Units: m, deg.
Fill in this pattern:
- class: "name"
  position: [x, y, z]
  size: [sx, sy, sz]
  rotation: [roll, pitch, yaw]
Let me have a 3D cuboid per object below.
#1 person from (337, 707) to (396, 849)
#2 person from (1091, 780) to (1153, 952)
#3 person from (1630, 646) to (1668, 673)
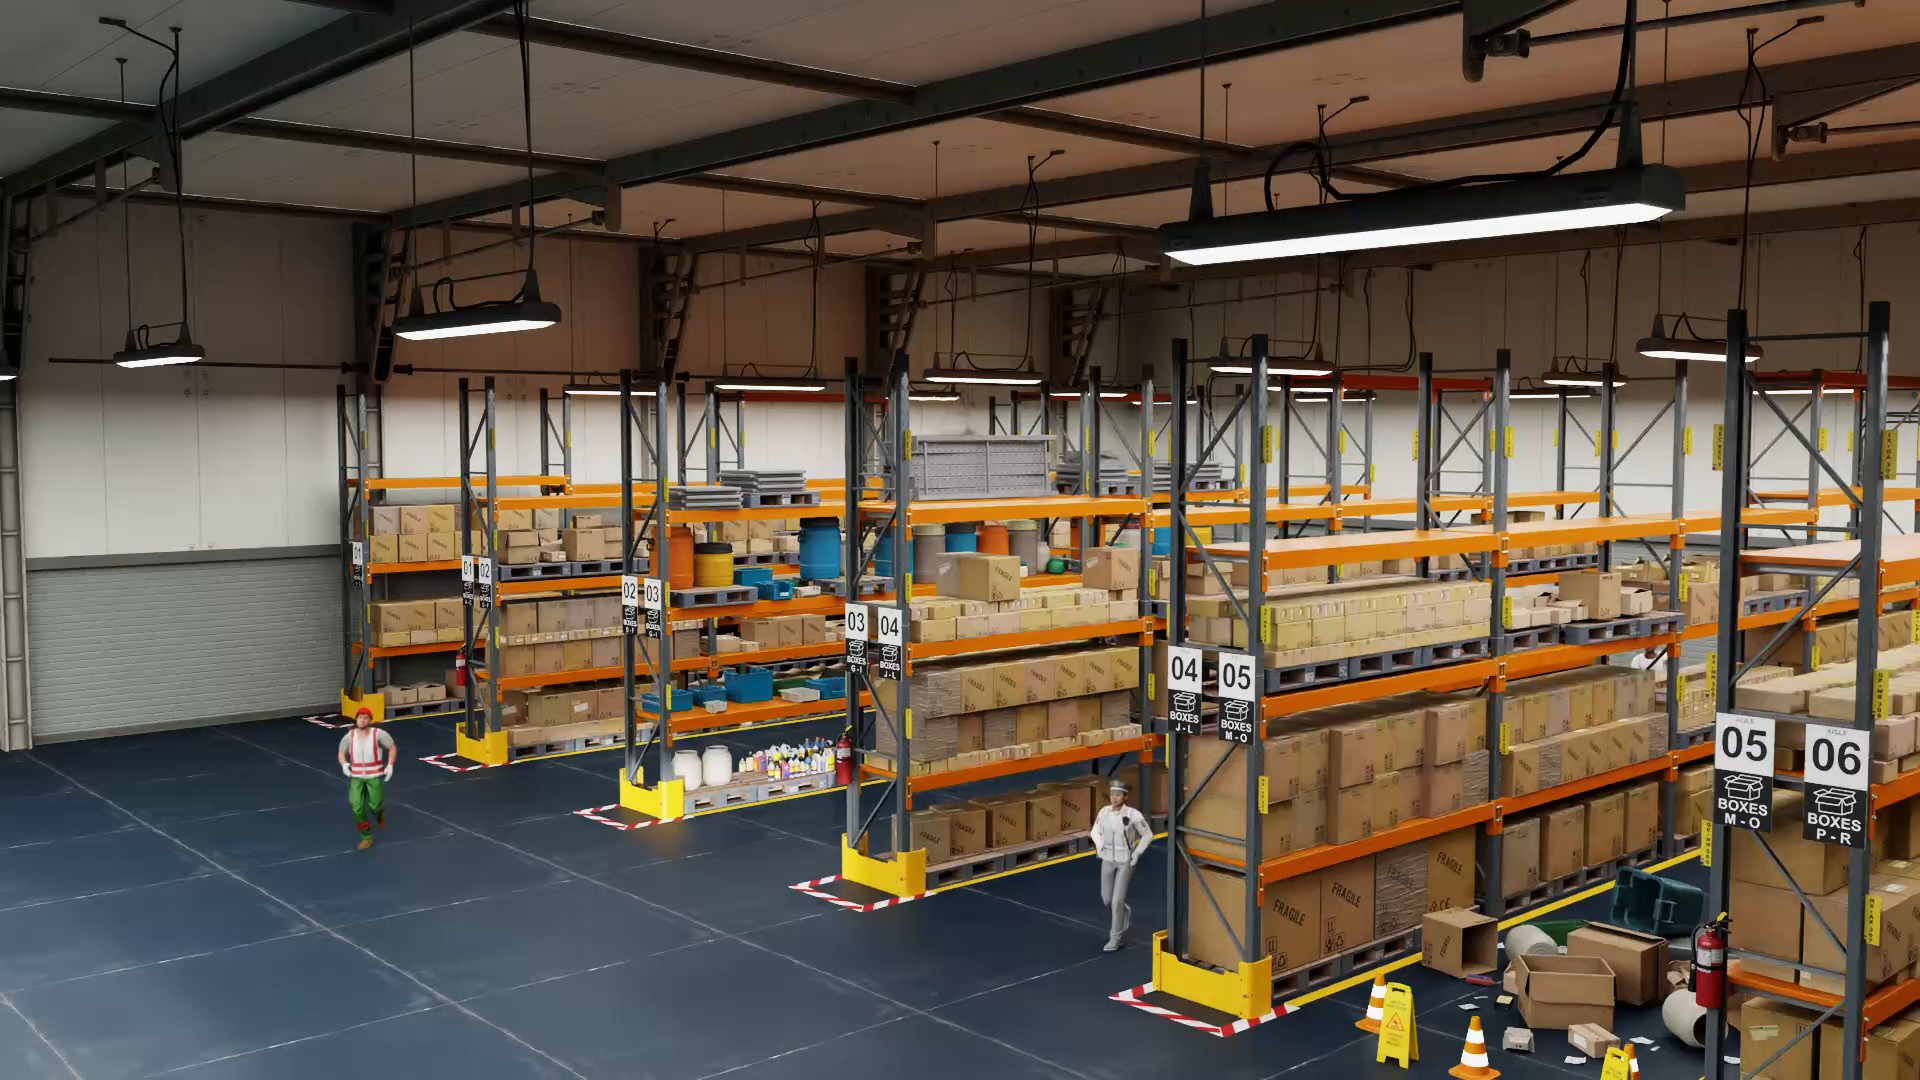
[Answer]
- class: "person"
  position: [-7.403, 2.942, 20.699]
  size: [0.667, 1.740, 0.629]
  rotation: [-1, 4, -10]
- class: "person"
  position: [1.608, 3.232, 16.736]
  size: [0.641, 1.672, 0.700]
  rotation: [2, 4, 29]
- class: "person"
  position: [11.509, 2.494, 27.634]
  size: [0.702, 1.798, 0.844]
  rotation: [2, 4, 33]
